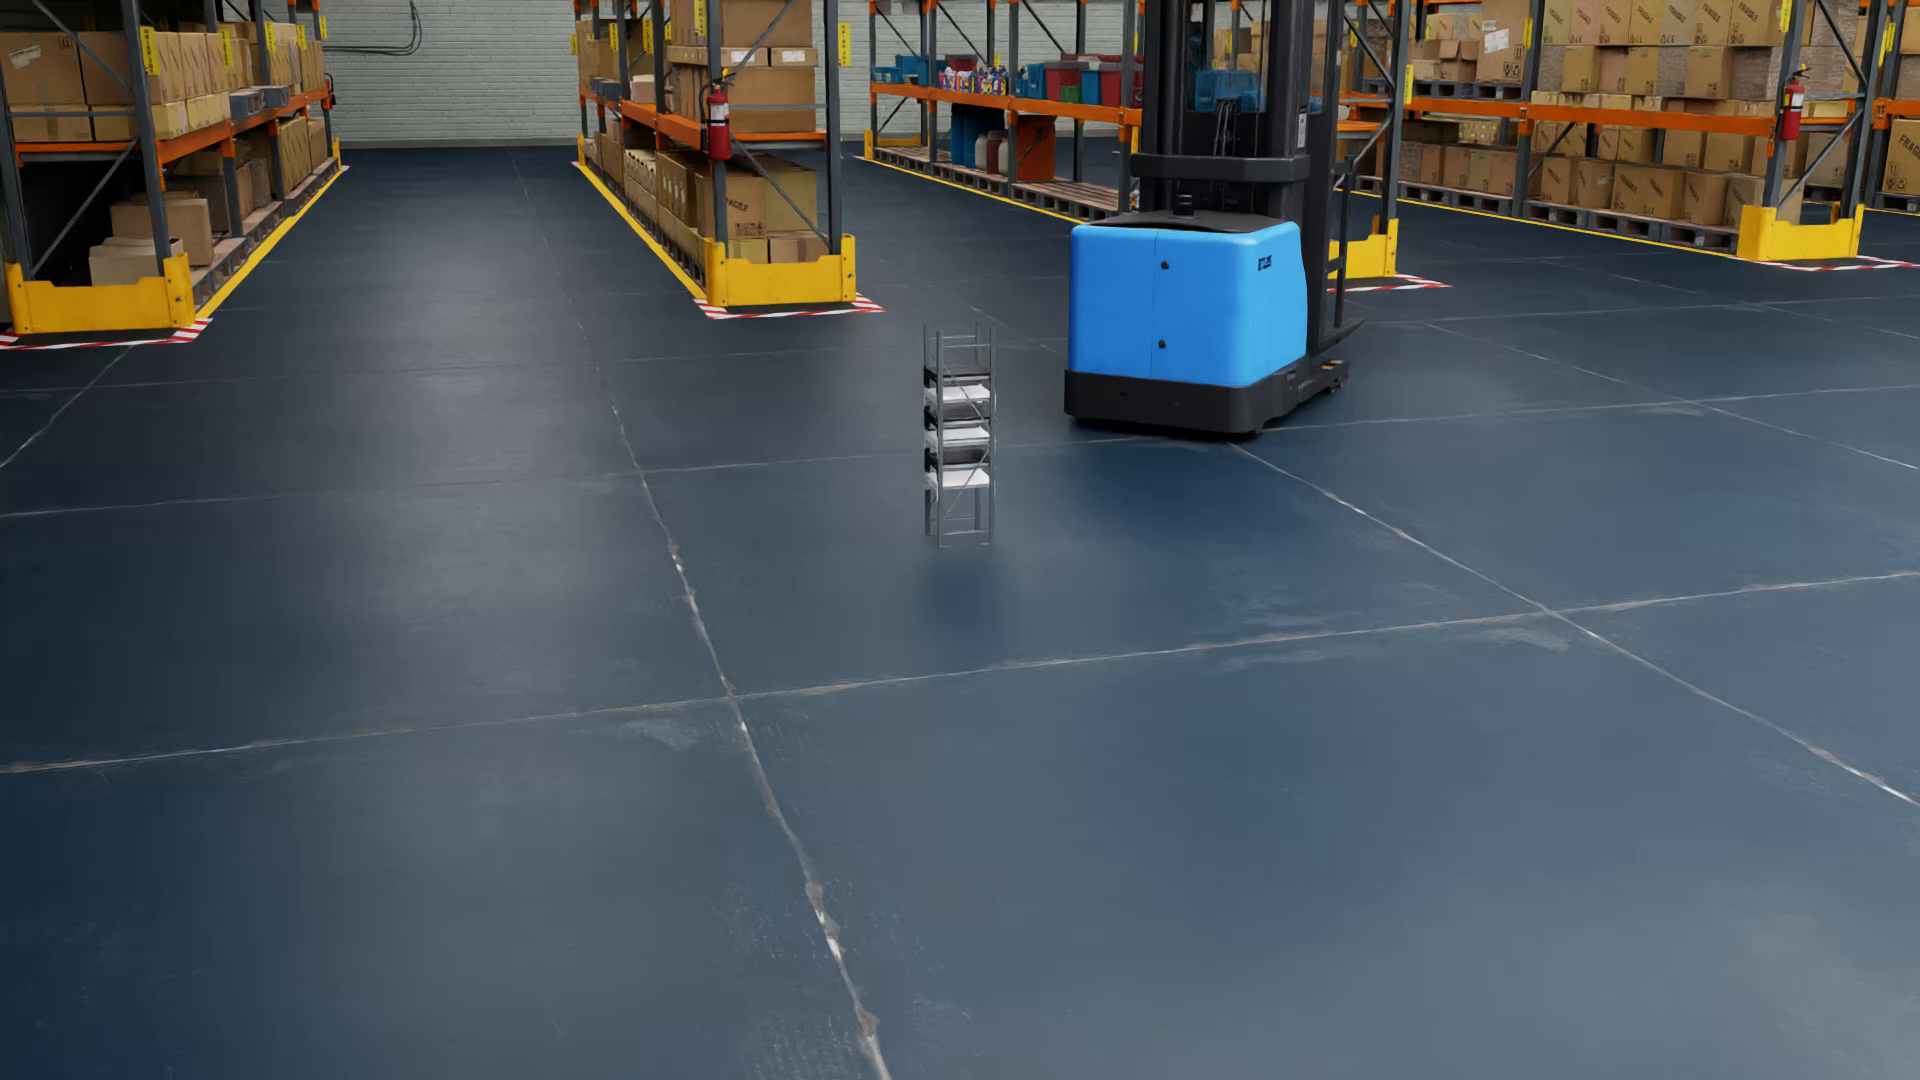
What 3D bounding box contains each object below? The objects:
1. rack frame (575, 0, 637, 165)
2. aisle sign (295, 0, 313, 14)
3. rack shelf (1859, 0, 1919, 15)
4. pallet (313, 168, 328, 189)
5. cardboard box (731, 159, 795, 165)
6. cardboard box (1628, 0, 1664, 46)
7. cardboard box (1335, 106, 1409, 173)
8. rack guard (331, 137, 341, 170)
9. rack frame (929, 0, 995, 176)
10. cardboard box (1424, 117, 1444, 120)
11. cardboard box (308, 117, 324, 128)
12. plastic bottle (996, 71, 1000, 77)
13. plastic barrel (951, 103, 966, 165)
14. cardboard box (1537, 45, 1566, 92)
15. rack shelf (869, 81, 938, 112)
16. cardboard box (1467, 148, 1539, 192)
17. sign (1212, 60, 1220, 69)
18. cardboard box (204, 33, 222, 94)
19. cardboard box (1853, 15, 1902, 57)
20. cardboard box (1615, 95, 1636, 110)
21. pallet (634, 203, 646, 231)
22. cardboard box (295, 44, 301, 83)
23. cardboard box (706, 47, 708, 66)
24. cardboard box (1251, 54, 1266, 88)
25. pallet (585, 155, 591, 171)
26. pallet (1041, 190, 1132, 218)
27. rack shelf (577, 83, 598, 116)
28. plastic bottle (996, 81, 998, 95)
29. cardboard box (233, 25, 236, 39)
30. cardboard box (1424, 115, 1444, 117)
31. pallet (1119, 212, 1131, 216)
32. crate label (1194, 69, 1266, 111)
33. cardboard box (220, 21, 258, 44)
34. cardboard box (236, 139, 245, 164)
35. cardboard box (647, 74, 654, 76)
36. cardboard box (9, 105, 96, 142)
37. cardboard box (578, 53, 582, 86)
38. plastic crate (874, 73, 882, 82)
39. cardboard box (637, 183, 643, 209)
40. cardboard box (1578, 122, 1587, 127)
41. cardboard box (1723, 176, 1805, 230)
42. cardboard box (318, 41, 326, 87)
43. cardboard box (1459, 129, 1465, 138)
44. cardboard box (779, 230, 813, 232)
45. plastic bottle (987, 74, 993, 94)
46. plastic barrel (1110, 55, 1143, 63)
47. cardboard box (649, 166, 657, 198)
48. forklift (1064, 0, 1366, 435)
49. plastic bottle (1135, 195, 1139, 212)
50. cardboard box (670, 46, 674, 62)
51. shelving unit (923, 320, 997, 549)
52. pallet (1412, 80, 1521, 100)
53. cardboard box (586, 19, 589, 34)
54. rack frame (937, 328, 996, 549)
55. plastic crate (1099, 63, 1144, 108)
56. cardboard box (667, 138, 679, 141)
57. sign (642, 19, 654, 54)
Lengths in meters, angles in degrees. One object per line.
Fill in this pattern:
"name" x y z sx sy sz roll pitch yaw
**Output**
"rack frame" -5.835 -7.789 27.669 1.000 3.000 0.127 -5 17 -15
"aisle sign" -10.329 -8.685 26.133 0.394 0.787 0.004 -5 17 -15
"rack shelf" 18.540 -10.287 32.021 1.077 0.370 4.000 -5 17 -15
"pallet" -9.632 -5.171 23.800 1.003 0.211 1.213 -5 17 -15
"cardboard box" -1.781 -3.188 15.097 0.500 0.500 0.500 -5 17 -15
"cardboard box" 7.291 -5.363 17.162 0.500 0.500 0.500 -5 17 -15
"cardboard box" 5.719 -5.735 23.792 1.225 0.875 0.875 -6 18 -18
"rack guard" -10.604 -6.206 26.743 1.175 0.500 0.348 -5 17 -15
"rack frame" 0.028 -7.073 25.286 1.000 3.000 0.127 -5 17 -15
"cardboard box" 8.657 -7.598 30.225 0.380 0.149 0.250 -4 17 -13
"cardboard box" -10.027 -6.434 25.644 0.380 0.149 0.250 -4 17 -14
"plastic bottle" 0.571 -6.673 24.175 0.097 0.271 0.097 0 17 0
"plastic barrel" 0.161 -6.118 25.022 0.600 0.901 0.708 -5 17 -15
"cardboard box" 7.053 -5.313 18.735 0.875 0.500 0.500 -5 17 -15
"rack shelf" -0.522 -7.282 27.231 1.077 0.370 4.000 -5 17 -15
"cardboard box" 6.727 -4.571 20.534 0.700 0.500 0.500 -5 17 -16
"sign" 2.758 -5.033 18.014 0.100 0.325 0.005 -5 17 -15
"cardboard box" -6.730 -4.130 14.410 0.500 0.500 0.500 -5 17 -16
"cardboard box" 11.643 -6.280 20.732 0.700 0.500 0.500 -5 17 -16
"cardboard box" 7.183 -4.635 17.604 0.380 0.149 0.250 -5 17 -15
"pallet" -3.116 -3.673 18.813 1.003 0.211 1.213 -5 17 -15
"cardboard box" -9.129 -6.382 22.259 0.500 0.500 0.500 -5 17 -16
"cardboard box" -1.870 -3.956 13.605 0.380 0.149 0.250 -5 17 -16
"cardboard box" 4.815 -7.227 25.623 0.500 0.500 0.500 -5 17 -15
"pallet" -5.594 -6.212 27.266 1.003 0.211 1.213 -5 17 -15
"pallet" 1.634 -4.077 20.158 1.003 0.211 1.213 -5 17 -15
"rack shelf" -5.286 -6.891 25.930 1.077 0.370 4.000 -5 17 -15
"plastic bottle" 0.528 -6.047 22.214 0.097 0.201 0.097 0 17 0
"cardboard box" -8.275 -5.660 18.514 0.380 0.149 0.250 -7 18 -22
"cardboard box" 8.890 -7.856 31.082 0.380 0.149 0.250 -4 17 -14
"pallet" 2.371 -3.336 17.690 1.003 0.211 1.213 -5 17 -15
"crate label" 2.559 -4.259 15.854 0.502 0.435 0.616 -5 17 -15
"cardboard box" -8.284 -5.897 19.339 0.500 0.250 0.500 -4 17 -14
"cardboard box" -8.054 -4.199 17.992 0.500 0.250 0.500 -4 17 -14
"cardboard box" -3.579 -5.430 19.968 0.500 0.311 0.500 -4 17 -12
"cardboard box" -6.515 -3.022 12.026 0.500 0.250 0.500 -4 17 -14
"cardboard box" -5.967 -7.693 27.176 0.500 0.500 0.500 -4 17 -14
"plastic crate" -1.312 -7.893 28.367 0.250 0.136 0.298 -5 17 -15
"cardboard box" -3.347 -3.868 18.665 0.500 0.250 0.500 -4 17 -14
"cardboard box" 9.972 -6.535 25.805 0.500 0.250 0.500 -4 17 -14
"cardboard box" 7.932 -3.324 16.418 0.500 0.500 0.500 -1 17 -5
"cardboard box" -10.448 -7.400 25.851 0.980 0.700 0.700 -4 17 -13
"cardboard box" 8.954 -7.162 29.289 0.380 0.149 0.250 -4 17 -14
"cardboard box" -1.513 -2.552 14.282 0.500 0.250 0.500 -5 17 -15
"plastic bottle" 0.421 -6.188 22.563 0.097 0.271 0.097 0 17 0
"plastic barrel" 1.972 -5.410 19.514 0.433 0.535 0.433 0 17 0
"cardboard box" -2.925 -3.712 17.170 0.500 0.311 0.500 -5 17 -15
"forklift" 1.697 -2.327 9.604 1.130 2.935 3.031 9 19 27
"plastic bottle" 1.920 -3.580 17.756 0.097 0.201 0.097 0 17 0
"cardboard box" -2.581 -4.669 15.981 0.380 0.149 0.250 -4 17 -14
"shelving unit" -0.002 -0.433 6.830 0.258 0.900 0.210 -5 17 -15
"pallet" 6.472 -5.722 21.121 1.003 0.211 1.213 -5 17 -15
"cardboard box" -5.267 -7.470 24.696 0.500 0.500 0.500 -5 17 -16
"rack frame" 0.026 -0.405 6.736 0.240 0.900 0.006 -5 17 -15
"plastic crate" 1.799 -5.001 18.275 0.402 0.464 0.583 -5 17 -15
"cardboard box" -3.918 -5.166 22.516 0.500 0.500 0.500 -5 18 -17
"sign" -3.057 -4.941 16.312 0.100 0.325 0.005 -5 17 -15
